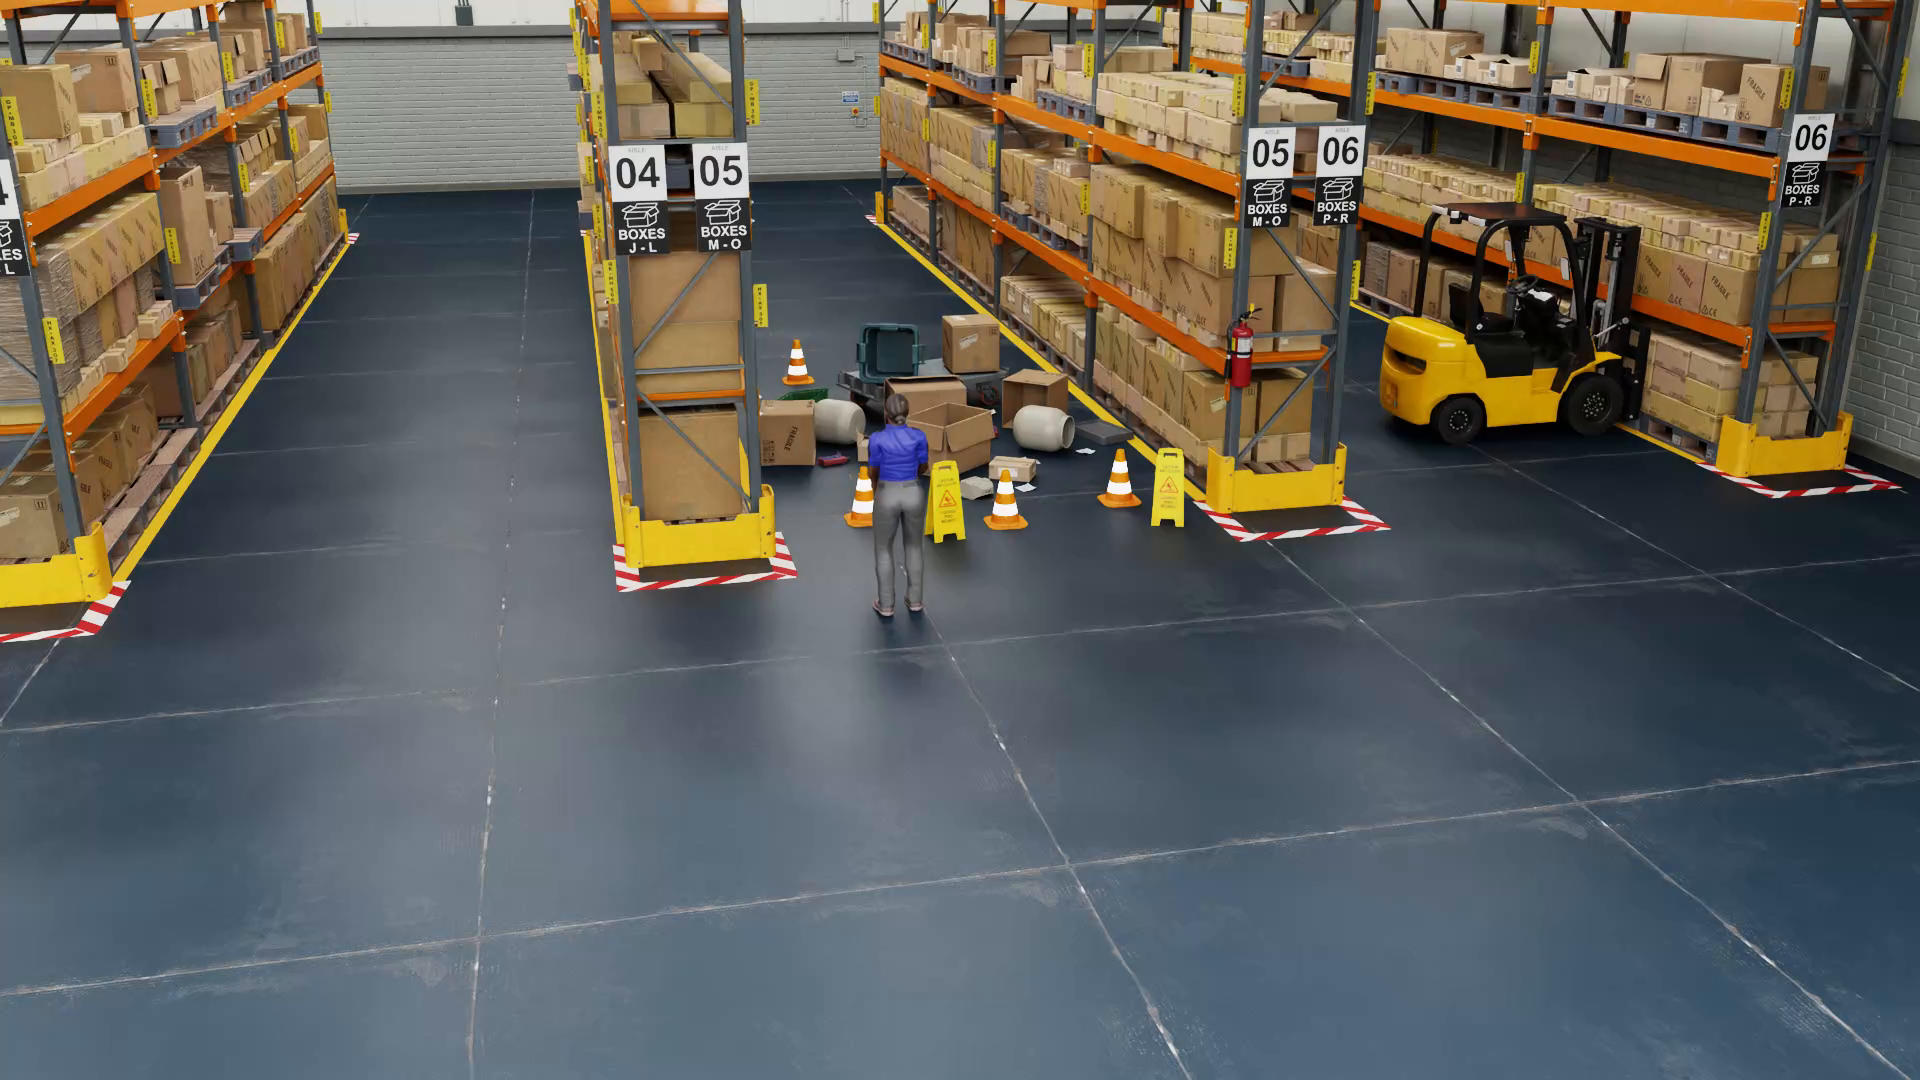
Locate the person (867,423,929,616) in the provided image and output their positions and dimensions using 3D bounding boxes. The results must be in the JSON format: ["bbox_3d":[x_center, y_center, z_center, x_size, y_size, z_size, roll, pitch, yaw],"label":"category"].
[{"bbox_3d":[-0.446,-0.171,11.882,0.439,1.436,0.394,-4,20,-12],"label":"person"}]
